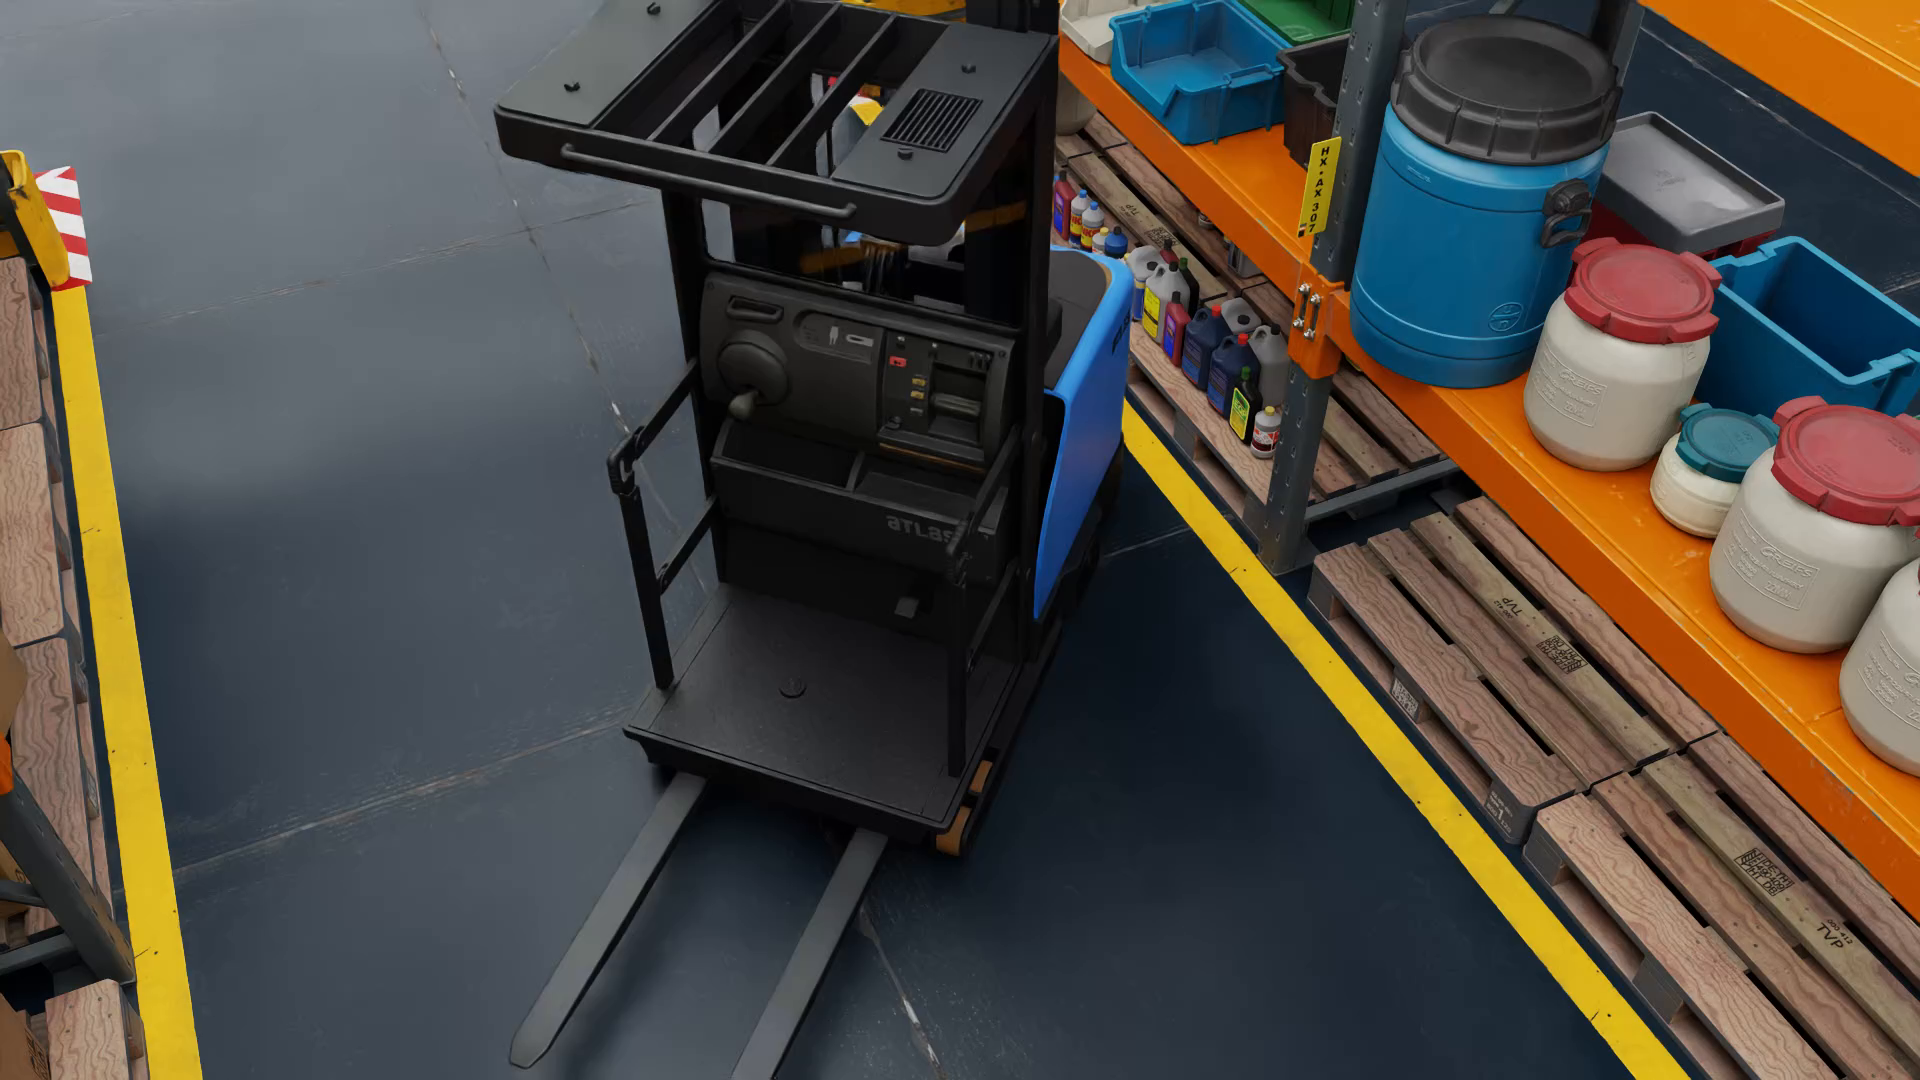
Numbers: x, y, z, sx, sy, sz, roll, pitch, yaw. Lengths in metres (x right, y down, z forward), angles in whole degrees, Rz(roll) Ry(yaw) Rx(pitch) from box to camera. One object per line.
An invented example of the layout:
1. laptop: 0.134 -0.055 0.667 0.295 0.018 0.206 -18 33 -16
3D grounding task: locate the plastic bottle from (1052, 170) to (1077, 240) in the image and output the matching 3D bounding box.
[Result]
1. plastic bottle: 0.456 -1.453 7.208 0.061 0.283 0.133 -17 47 -17

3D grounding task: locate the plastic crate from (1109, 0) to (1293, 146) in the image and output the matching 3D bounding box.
1. plastic crate: 0.868 -1.684 5.927 0.499 0.251 0.616 -18 47 -17

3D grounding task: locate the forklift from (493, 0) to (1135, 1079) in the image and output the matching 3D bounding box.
1. forklift: -0.379 -0.385 4.553 1.130 2.935 3.031 15 46 14

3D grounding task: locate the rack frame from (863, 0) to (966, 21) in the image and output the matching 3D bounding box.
1. rack frame: -0.102 -3.661 7.824 1.000 3.000 0.127 -18 47 -17

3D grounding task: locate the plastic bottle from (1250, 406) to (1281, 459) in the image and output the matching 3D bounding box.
1. plastic bottle: 1.145 -0.411 6.210 0.097 0.201 0.097 0 45 0

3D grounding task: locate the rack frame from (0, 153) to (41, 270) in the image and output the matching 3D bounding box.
1. rack frame: -4.596 -2.198 6.342 1.000 3.000 0.127 -18 47 -17

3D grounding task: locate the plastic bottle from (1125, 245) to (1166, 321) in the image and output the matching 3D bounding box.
1. plastic bottle: 0.766 -1.057 6.811 0.152 0.276 0.135 -17 47 -17

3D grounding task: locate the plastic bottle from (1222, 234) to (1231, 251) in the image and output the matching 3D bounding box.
1. plastic bottle: 1.190 -1.355 7.167 0.097 0.201 0.097 0 45 0

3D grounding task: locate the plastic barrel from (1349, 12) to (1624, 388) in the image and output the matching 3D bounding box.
1. plastic barrel: 1.468 -0.954 4.725 0.600 0.901 0.708 -18 47 -17

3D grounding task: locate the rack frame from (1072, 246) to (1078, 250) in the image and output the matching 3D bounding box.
1. rack frame: 0.317 -0.774 6.394 0.240 0.900 0.006 15 46 14

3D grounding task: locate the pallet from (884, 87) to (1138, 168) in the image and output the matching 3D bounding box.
1. pallet: 0.309 -2.114 8.242 1.003 0.211 1.213 -18 47 -17

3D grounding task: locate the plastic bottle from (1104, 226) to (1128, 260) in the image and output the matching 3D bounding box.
1. plastic bottle: 0.649 -1.187 6.947 0.097 0.271 0.097 0 45 0

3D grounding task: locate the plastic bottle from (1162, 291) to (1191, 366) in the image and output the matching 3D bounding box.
1. plastic bottle: 0.861 -0.840 6.587 0.061 0.283 0.133 -15 47 -15

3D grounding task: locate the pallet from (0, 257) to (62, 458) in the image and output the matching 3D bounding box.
1. pallet: -4.254 -0.629 6.737 1.003 0.211 1.213 -18 47 -17

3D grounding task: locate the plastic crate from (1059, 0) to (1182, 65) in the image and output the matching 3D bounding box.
1. plastic crate: 0.667 -1.978 6.306 0.530 0.136 0.437 -18 47 -17

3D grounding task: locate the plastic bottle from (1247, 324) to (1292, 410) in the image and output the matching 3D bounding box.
1. plastic bottle: 1.178 -0.693 6.390 0.144 0.351 0.185 -18 47 -17

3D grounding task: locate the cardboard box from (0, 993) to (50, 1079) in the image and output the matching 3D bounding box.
1. cardboard box: -2.675 1.482 4.079 0.700 0.500 0.500 -22 49 -20

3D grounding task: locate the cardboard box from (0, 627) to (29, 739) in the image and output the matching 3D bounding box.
1. cardboard box: -3.293 0.462 5.127 0.500 0.500 0.500 -5 45 -5

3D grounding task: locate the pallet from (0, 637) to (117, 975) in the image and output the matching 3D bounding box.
1. pallet: -3.228 0.926 5.161 1.003 0.211 1.213 -18 47 -17

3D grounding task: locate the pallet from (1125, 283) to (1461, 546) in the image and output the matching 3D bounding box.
1. pallet: 1.335 -0.559 6.667 1.003 0.211 1.213 -18 47 -17

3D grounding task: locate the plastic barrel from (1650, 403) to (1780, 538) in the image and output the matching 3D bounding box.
1. plastic barrel: 1.997 -0.174 4.389 0.301 0.262 0.301 0 45 0

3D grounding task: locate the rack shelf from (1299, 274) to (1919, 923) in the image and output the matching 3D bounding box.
1. rack shelf: 2.421 0.419 4.202 1.077 0.370 4.000 -18 47 -17

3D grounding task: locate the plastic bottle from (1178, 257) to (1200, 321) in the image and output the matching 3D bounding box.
1. plastic bottle: 0.913 -1.001 6.750 0.061 0.283 0.133 -18 47 -17

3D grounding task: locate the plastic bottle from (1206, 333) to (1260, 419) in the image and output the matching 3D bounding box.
1. plastic bottle: 1.048 -0.651 6.346 0.144 0.351 0.185 -19 48 -18

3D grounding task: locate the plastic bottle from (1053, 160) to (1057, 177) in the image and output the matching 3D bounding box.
1. plastic bottle: 0.378 -1.599 7.364 0.097 0.271 0.097 0 45 0

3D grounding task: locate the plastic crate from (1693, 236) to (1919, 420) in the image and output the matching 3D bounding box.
1. plastic crate: 2.326 -0.495 4.627 0.392 0.384 0.575 -18 47 -17

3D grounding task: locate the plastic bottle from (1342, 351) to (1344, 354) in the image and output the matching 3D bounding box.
1. plastic bottle: 1.486 -0.920 6.619 0.144 0.351 0.185 -18 47 -17

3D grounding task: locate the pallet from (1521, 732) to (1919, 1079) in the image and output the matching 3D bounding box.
1. pallet: 2.462 1.149 4.936 1.003 0.211 1.213 -18 47 -17

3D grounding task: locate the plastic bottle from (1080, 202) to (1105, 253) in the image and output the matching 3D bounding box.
1. plastic bottle: 0.564 -1.316 7.078 0.097 0.271 0.097 0 45 0

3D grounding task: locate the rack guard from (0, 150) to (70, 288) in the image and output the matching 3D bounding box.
1. rack guard: -4.564 -1.260 7.171 1.175 0.500 0.348 -18 47 -17

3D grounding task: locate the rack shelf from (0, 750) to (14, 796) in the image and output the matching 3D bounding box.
1. rack shelf: -2.073 1.882 2.719 1.077 0.370 4.000 -18 47 -17

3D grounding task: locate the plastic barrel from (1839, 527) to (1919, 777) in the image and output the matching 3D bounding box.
1. plastic barrel: 2.274 0.258 3.756 0.433 0.535 0.433 0 45 0

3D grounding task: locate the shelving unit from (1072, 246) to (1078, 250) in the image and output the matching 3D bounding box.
1. shelving unit: 0.282 -0.707 6.326 0.258 0.900 0.210 15 46 14
